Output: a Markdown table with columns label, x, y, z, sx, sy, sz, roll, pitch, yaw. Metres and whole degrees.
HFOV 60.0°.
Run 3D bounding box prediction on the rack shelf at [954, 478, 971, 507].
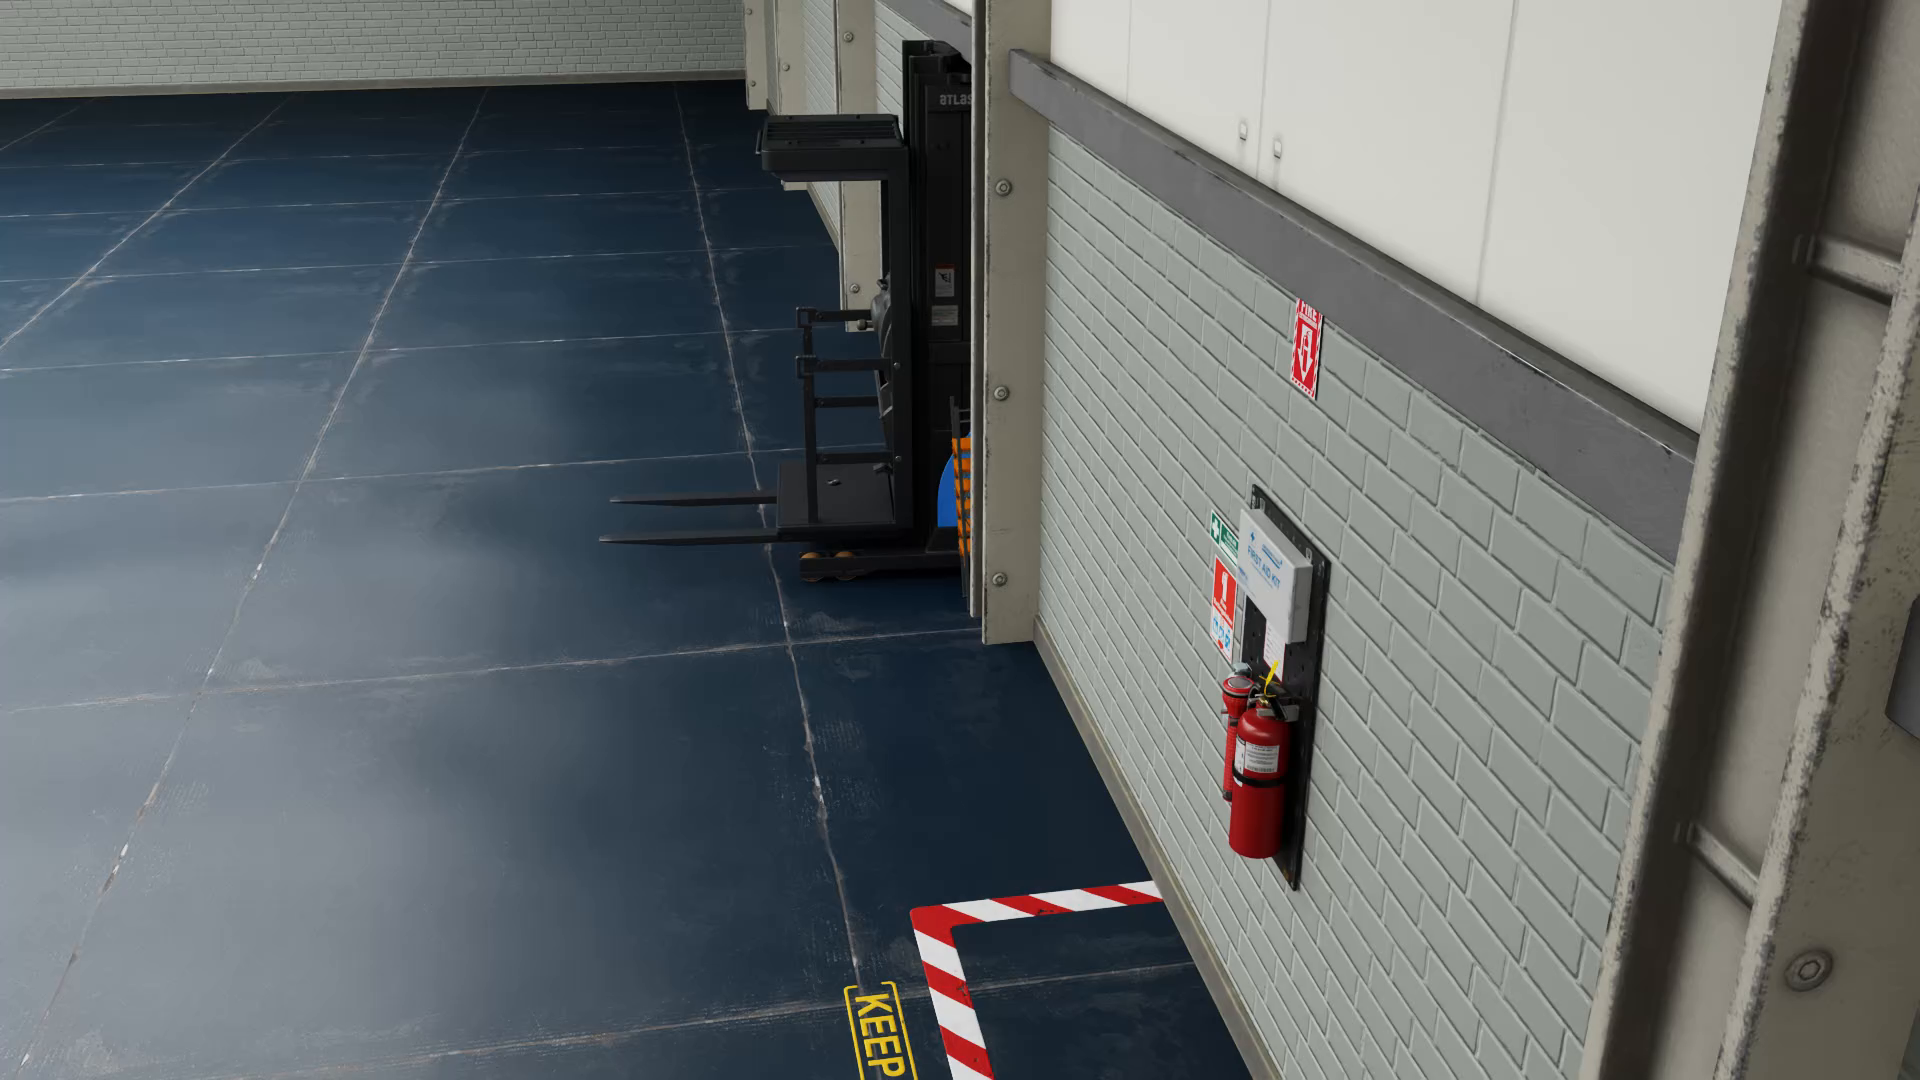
| label | x | y | z | sx | sy | sz | roll | pitch | yaw |
| --- | --- | --- | --- | --- | --- | --- | --- | --- | --- |
| rack shelf | 0.109 | -0.273 | 9.166 | 0.258 | 0.103 | 0.180 | -6 | 23 | -6 |

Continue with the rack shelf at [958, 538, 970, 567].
| label | x | y | z | sx | sy | sz | roll | pitch | yaw |
| --- | --- | --- | --- | --- | --- | --- | --- | --- | --- |
| rack shelf | 0.131 | 0.058 | 9.305 | 0.258 | 0.103 | 0.180 | -6 | 23 | -6 |

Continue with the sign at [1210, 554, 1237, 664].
| label | x | y | z | sx | sy | sz | roll | pitch | yaw |
| --- | --- | --- | --- | --- | --- | --- | --- | --- | --- |
| sign | 0.934 | 0.244 | 5.899 | 0.001 | 0.329 | 0.234 | -4 | 24 | -10 |

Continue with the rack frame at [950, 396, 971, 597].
| label | x | y | z | sx | sy | sz | roll | pitch | yaw |
| --- | --- | --- | --- | --- | --- | --- | --- | --- | --- |
| rack frame | 0.101 | -0.238 | 9.279 | 0.240 | 1.200 | 0.006 | -6 | 23 | -6 |

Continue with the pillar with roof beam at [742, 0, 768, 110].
| label | x | y | z | sx | sy | sz | roll | pitch | yaw |
| --- | --- | --- | --- | --- | --- | --- | --- | --- | --- |
| pillar with roof beam | -7.315 | -10.411 | 22.843 | 9.100 | 9.000 | 0.400 | -4 | 24 | -10 |

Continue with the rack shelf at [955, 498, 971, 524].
| label | x | y | z | sx | sy | sz | roll | pitch | yaw |
| --- | --- | --- | --- | --- | --- | --- | --- | --- | --- |
| rack shelf | 0.116 | -0.163 | 9.212 | 0.258 | 0.103 | 0.180 | -6 | 23 | -6 |

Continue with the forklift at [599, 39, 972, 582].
| label | x | y | z | sx | sy | sz | roll | pitch | yaw |
| --- | --- | --- | --- | --- | --- | --- | --- | --- | --- |
| forklift | -0.625 | -1.321 | 9.613 | 3.031 | 2.935 | 1.130 | -2 | 24 | -5 |

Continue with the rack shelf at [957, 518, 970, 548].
| label | x | y | z | sx | sy | sz | roll | pitch | yaw |
| --- | --- | --- | --- | --- | --- | --- | --- | --- | --- |
| rack shelf | 0.123 | -0.053 | 9.258 | 0.258 | 0.103 | 0.180 | -6 | 23 | -6 |

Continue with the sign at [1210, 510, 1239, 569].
| label | x | y | z | sx | sy | sz | roll | pitch | yaw |
| --- | --- | --- | --- | --- | --- | --- | --- | --- | --- |
| sign | 0.926 | 0.003 | 5.788 | 0.001 | 0.109 | 0.331 | -4 | 24 | -10 |

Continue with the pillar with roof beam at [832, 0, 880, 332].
| label | x | y | z | sx | sy | sz | roll | pitch | yaw |
| --- | --- | --- | --- | --- | --- | --- | --- | --- | --- |
| pillar with roof beam | -5.096 | -5.690 | 12.036 | 9.100 | 9.000 | 0.400 | -4 | 24 | -10 |

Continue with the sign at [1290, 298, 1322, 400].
| label | x | y | z | sx | sy | sz | roll | pitch | yaw |
| --- | --- | --- | --- | --- | --- | --- | --- | --- | --- |
| sign | 1.031 | -0.588 | 4.951 | 0.001 | 0.298 | 0.199 | -4 | 24 | -10 |

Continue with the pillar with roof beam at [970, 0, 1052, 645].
| label | x | y | z | sx | sy | sz | roll | pitch | yaw |
| --- | --- | --- | --- | --- | --- | --- | --- | --- | --- |
| pillar with roof beam | -3.986 | -3.330 | 6.632 | 9.100 | 9.000 | 0.400 | -4 | 24 | -10 |

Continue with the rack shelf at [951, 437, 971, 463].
| label | x | y | z | sx | sy | sz | roll | pitch | yaw |
| --- | --- | --- | --- | --- | --- | --- | --- | --- | --- |
| rack shelf | 0.094 | -0.494 | 9.073 | 0.258 | 0.103 | 0.180 | -6 | 23 | -6 |

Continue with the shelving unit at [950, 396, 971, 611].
| label | x | y | z | sx | sy | sz | roll | pitch | yaw |
| --- | --- | --- | --- | --- | --- | --- | --- | --- | --- |
| shelving unit | 0.113 | -0.204 | 9.195 | 0.258 | 1.200 | 0.189 | -6 | 23 | -6 |

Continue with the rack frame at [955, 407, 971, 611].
| label | x | y | z | sx | sy | sz | roll | pitch | yaw |
| --- | --- | --- | --- | --- | --- | --- | --- | --- | --- |
| rack frame | 0.126 | -0.169 | 9.111 | 0.240 | 1.200 | 0.006 | -6 | 23 | -6 |

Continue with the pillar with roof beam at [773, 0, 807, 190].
| label | x | y | z | sx | sy | sz | roll | pitch | yaw |
| --- | --- | --- | --- | --- | --- | --- | --- | --- | --- |
| pillar with roof beam | -6.205 | -8.051 | 17.440 | 9.100 | 9.000 | 0.400 | -4 | 24 | -10 |

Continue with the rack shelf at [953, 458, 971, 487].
| label | x | y | z | sx | sy | sz | roll | pitch | yaw |
| --- | --- | --- | --- | --- | --- | --- | --- | --- | --- |
| rack shelf | 0.101 | -0.384 | 9.119 | 0.258 | 0.103 | 0.180 | -6 | 23 | -6 |

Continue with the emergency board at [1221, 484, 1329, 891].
| label | x | y | z | sx | sy | sz | roll | pitch | yaw |
| --- | --- | --- | --- | --- | --- | --- | --- | --- | --- |
| emergency board | 0.935 | 0.485 | 5.391 | 0.194 | 1.169 | 0.643 | -4 | 24 | -10 |
